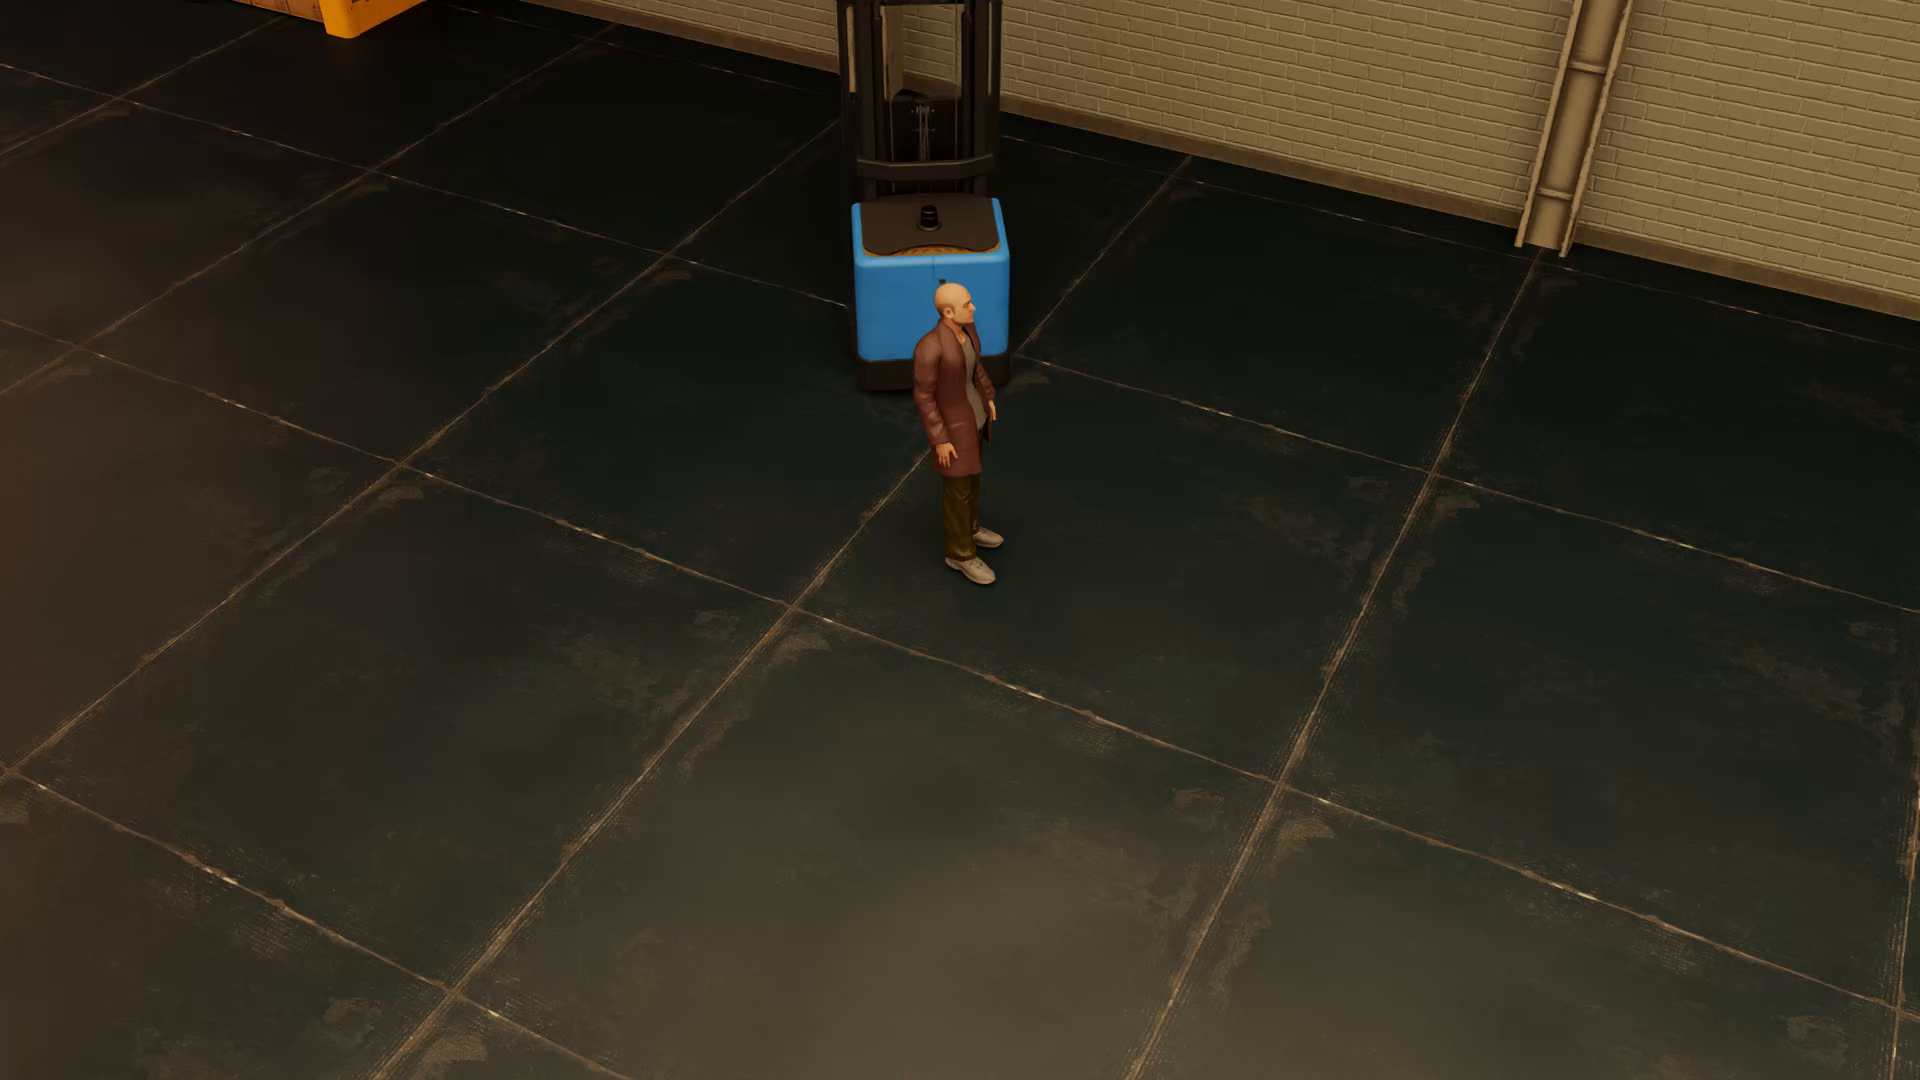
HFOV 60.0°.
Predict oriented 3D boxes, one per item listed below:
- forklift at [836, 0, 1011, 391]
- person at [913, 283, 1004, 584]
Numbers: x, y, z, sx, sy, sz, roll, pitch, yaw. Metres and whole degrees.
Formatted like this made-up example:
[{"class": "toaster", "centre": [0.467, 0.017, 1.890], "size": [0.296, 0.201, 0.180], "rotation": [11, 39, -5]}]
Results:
[{"class": "forklift", "centre": [-0.289, -3.079, 11.643], "size": [1.130, 2.935, 3.031], "rotation": [-3, 40, -3]}, {"class": "person", "centre": [0.078, -0.656, 9.649], "size": [0.582, 1.776, 0.694], "rotation": [18, 43, 21]}]
